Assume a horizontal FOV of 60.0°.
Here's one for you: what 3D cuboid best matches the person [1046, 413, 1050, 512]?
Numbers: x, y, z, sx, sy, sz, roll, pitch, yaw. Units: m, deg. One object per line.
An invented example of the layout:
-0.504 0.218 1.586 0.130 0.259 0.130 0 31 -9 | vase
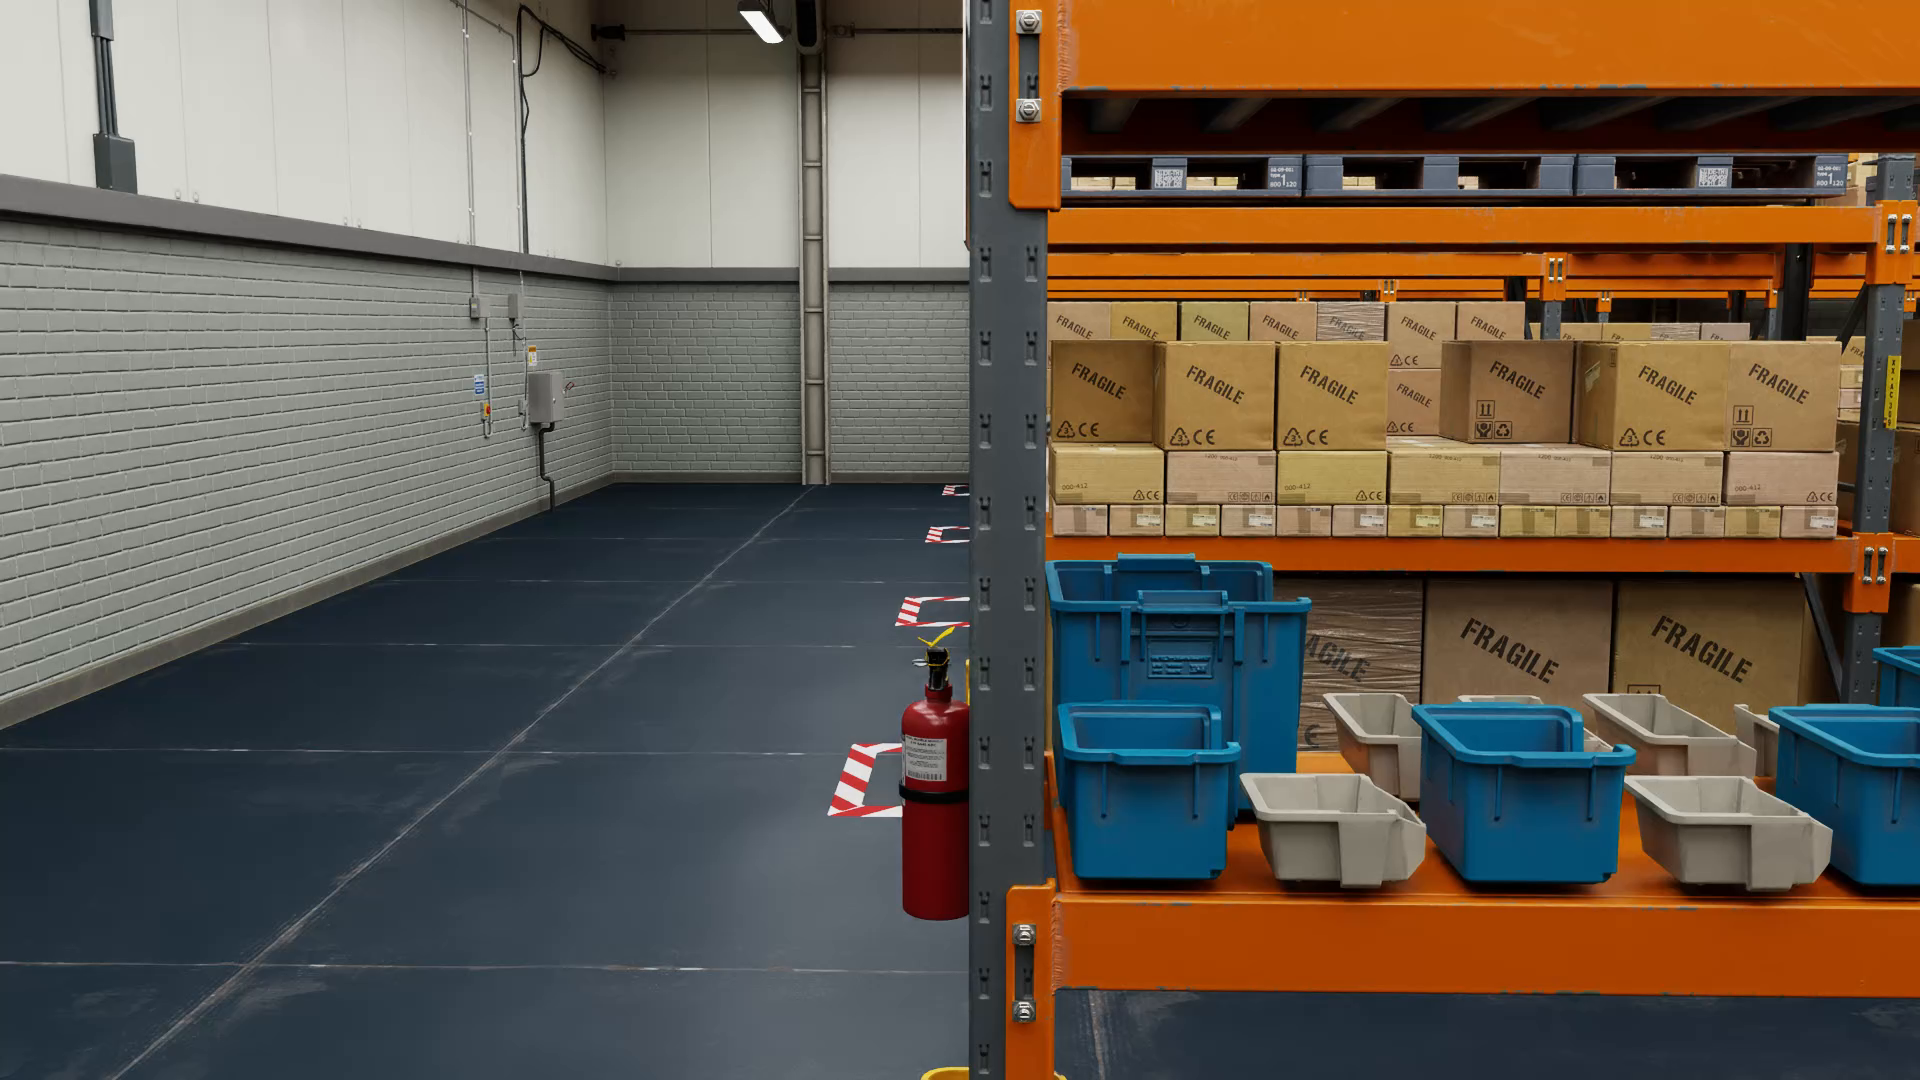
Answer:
0.723 -0.058 11.646 0.546 1.687 0.459 -1 7 -7 | person
